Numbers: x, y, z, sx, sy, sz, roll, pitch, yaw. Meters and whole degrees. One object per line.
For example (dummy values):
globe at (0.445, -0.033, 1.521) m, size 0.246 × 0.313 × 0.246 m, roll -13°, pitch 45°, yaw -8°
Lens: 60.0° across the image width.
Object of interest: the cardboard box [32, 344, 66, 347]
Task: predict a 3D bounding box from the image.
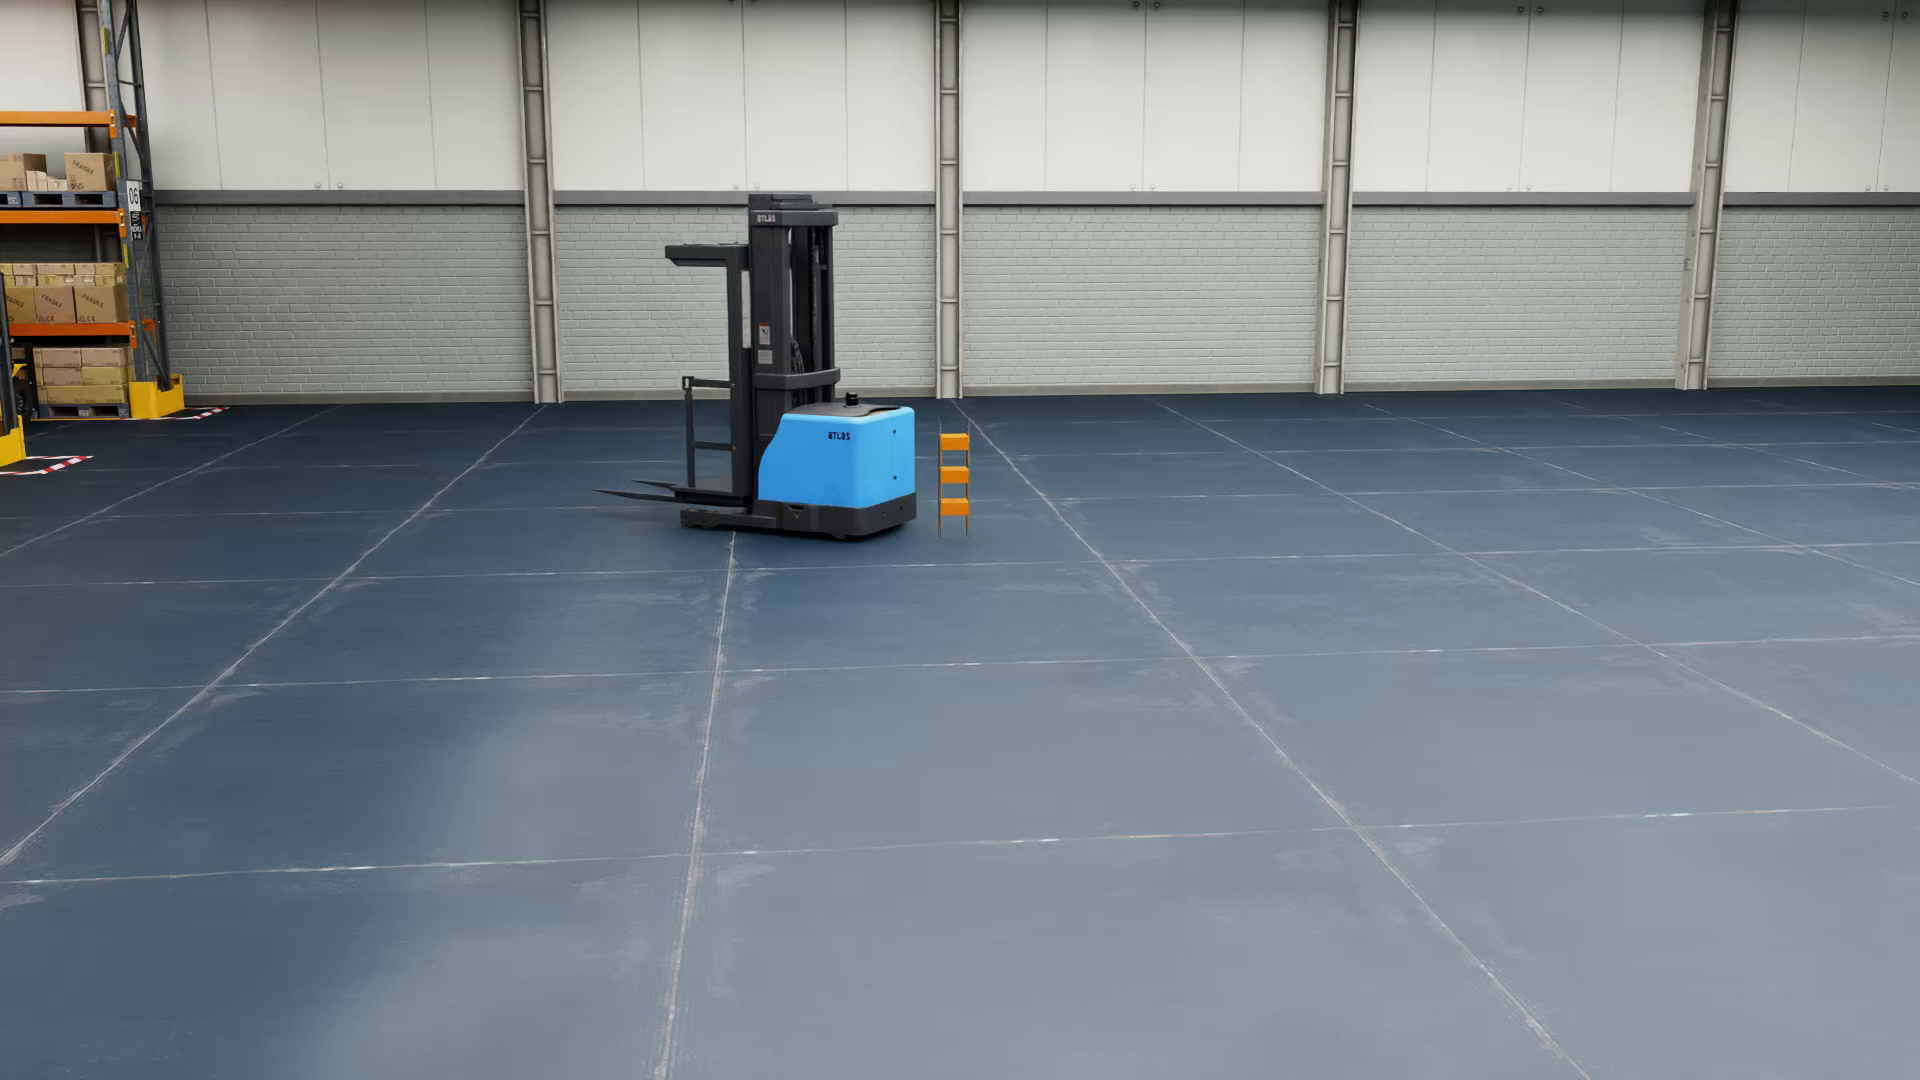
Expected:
cardboard box at (-12.807, -2.607, 23.301) m, size 0.500 × 0.250 × 0.500 m, roll -1°, pitch 11°, yaw -6°

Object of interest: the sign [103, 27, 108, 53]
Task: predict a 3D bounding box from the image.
sign at (-11.269, -6.589, 21.931) m, size 0.005 × 0.325 × 0.100 m, roll -1°, pitch 11°, yaw -6°

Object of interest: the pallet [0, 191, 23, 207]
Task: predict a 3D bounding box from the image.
pallet at (-13.235, -4.645, 22.675) m, size 1.213 × 0.211 × 1.003 m, roll -1°, pitch 11°, yaw -6°

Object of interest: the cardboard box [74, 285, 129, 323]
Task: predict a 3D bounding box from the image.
cardboard box at (-11.775, -3.241, 22.820) m, size 0.500 × 0.500 × 0.500 m, roll -1°, pitch 11°, yaw -7°

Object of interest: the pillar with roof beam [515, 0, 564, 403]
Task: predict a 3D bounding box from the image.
pillar with roof beam at (-5.674, -5.654, 19.801) m, size 0.400 × 9.000 × 9.100 m, roll -1°, pitch 11°, yaw -6°

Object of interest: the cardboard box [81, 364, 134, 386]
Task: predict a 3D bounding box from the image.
cardboard box at (-11.764, -2.285, 22.958) m, size 0.500 × 0.250 × 0.500 m, roll -1°, pitch 11°, yaw -7°

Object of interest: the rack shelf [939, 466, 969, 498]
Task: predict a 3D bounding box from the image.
rack shelf at (-0.053, -0.504, 14.263) m, size 0.240 × 0.259 × 0.215 m, roll -1°, pitch 11°, yaw -6°

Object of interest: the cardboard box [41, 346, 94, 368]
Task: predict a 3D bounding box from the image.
cardboard box at (-12.245, -2.519, 22.853) m, size 0.500 × 0.250 × 0.500 m, roll -1°, pitch 11°, yaw -5°

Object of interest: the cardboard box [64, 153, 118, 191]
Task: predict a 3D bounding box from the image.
cardboard box at (-11.728, -4.973, 22.504) m, size 0.500 × 0.500 × 0.500 m, roll -1°, pitch 11°, yaw -4°

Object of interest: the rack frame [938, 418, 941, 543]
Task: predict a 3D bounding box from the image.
rack frame at (-0.174, -0.511, 14.248) m, size 0.008 × 1.050 × 0.200 m, roll -1°, pitch 11°, yaw -6°

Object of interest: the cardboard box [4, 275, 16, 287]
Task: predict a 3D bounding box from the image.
cardboard box at (-12.901, -3.528, 22.596) m, size 0.250 × 0.149 × 0.380 m, roll -1°, pitch 11°, yaw -6°

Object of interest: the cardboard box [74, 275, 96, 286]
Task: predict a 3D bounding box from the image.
cardboard box at (-11.879, -3.548, 22.699) m, size 0.250 × 0.149 × 0.380 m, roll -1°, pitch 11°, yaw -5°

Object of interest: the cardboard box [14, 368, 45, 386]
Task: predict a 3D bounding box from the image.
cardboard box at (-12.775, -2.262, 22.840) m, size 0.500 × 0.250 × 0.500 m, roll -1°, pitch 11°, yaw -7°

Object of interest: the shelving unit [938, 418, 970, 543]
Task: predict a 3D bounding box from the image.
shelving unit at (-0.053, -0.514, 14.261) m, size 0.252 × 1.050 × 0.215 m, roll -1°, pitch 11°, yaw -6°

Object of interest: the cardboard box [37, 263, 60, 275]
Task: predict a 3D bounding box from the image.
cardboard box at (-12.402, -3.706, 22.729) m, size 0.250 × 0.149 × 0.380 m, roll -1°, pitch 11°, yaw -6°

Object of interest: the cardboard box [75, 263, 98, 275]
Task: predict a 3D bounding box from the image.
cardboard box at (-11.889, -3.707, 22.737) m, size 0.250 × 0.149 × 0.380 m, roll -1°, pitch 11°, yaw -6°

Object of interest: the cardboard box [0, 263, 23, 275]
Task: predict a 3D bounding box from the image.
cardboard box at (-12.905, -3.672, 22.560) m, size 0.250 × 0.149 × 0.380 m, roll -1°, pitch 11°, yaw -5°

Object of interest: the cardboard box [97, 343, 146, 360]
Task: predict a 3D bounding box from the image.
cardboard box at (-11.812, -2.627, 23.400) m, size 0.500 × 0.250 × 0.500 m, roll -1°, pitch 11°, yaw -7°

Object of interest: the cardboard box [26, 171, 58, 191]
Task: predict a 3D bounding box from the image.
cardboard box at (-12.357, -4.833, 22.400) m, size 0.258 × 0.266 × 0.396 m, roll -1°, pitch 11°, yaw -6°

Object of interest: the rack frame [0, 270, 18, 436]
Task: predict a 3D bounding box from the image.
rack frame at (-10.774, -2.301, 18.296) m, size 0.127 × 3.000 × 1.000 m, roll -1°, pitch 11°, yaw -6°

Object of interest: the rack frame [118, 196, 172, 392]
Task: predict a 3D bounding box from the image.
rack frame at (-11.314, -3.253, 23.138) m, size 0.127 × 3.000 × 1.000 m, roll -1°, pitch 11°, yaw -6°

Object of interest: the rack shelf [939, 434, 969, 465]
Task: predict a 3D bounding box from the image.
rack shelf at (-0.053, -0.782, 14.208) m, size 0.240 × 0.259 × 0.215 m, roll -1°, pitch 11°, yaw -6°

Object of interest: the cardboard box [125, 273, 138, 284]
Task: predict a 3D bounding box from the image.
cardboard box at (-11.679, -3.663, 23.283) m, size 0.250 × 0.149 × 0.380 m, roll -1°, pitch 11°, yaw -8°

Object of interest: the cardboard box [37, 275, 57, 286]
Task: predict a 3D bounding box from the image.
cardboard box at (-12.391, -3.552, 22.717) m, size 0.250 × 0.149 × 0.380 m, roll -1°, pitch 11°, yaw -6°

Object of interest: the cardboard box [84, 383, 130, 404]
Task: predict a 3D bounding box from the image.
cardboard box at (-11.747, -2.039, 23.005) m, size 0.500 × 0.250 × 0.500 m, roll -1°, pitch 11°, yaw -6°

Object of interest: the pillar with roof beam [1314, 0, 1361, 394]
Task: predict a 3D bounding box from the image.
pillar with roof beam at (6.256, -5.904, 21.072) m, size 0.400 × 9.000 × 9.100 m, roll -1°, pitch 11°, yaw -6°

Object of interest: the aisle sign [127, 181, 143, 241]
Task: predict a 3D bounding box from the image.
aisle sign at (-11.217, -4.473, 22.608) m, size 0.004 × 0.787 × 0.394 m, roll -1°, pitch 11°, yaw -6°

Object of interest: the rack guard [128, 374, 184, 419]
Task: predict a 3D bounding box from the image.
rack guard at (-11.290, -2.027, 23.382) m, size 0.348 × 0.500 × 1.175 m, roll -1°, pitch 11°, yaw -6°

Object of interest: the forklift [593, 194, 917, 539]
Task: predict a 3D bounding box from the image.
forklift at (-1.946, -1.617, 14.996) m, size 3.031 × 2.935 × 1.130 m, roll 5°, pitch 12°, yaw 26°

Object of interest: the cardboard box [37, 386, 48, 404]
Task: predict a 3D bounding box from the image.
cardboard box at (-12.741, -2.022, 22.917) m, size 0.500 × 0.250 × 0.500 m, roll -1°, pitch 11°, yaw -5°

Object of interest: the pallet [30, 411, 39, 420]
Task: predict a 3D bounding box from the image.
pallet at (-13.280, -1.836, 23.159) m, size 1.213 × 0.211 × 1.003 m, roll -1°, pitch 11°, yaw -6°

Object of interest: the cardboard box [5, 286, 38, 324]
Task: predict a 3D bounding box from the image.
cardboard box at (-12.801, -3.221, 22.719) m, size 0.500 × 0.500 × 0.500 m, roll -1°, pitch 11°, yaw -7°

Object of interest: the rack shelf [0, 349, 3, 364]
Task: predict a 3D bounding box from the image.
rack shelf at (-12.762, -1.906, 18.154) m, size 4.000 × 0.370 × 1.077 m, roll -1°, pitch 11°, yaw -6°

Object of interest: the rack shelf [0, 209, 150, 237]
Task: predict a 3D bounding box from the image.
rack shelf at (-13.302, -4.330, 22.706) m, size 4.000 × 0.370 × 1.077 m, roll -1°, pitch 11°, yaw -6°
